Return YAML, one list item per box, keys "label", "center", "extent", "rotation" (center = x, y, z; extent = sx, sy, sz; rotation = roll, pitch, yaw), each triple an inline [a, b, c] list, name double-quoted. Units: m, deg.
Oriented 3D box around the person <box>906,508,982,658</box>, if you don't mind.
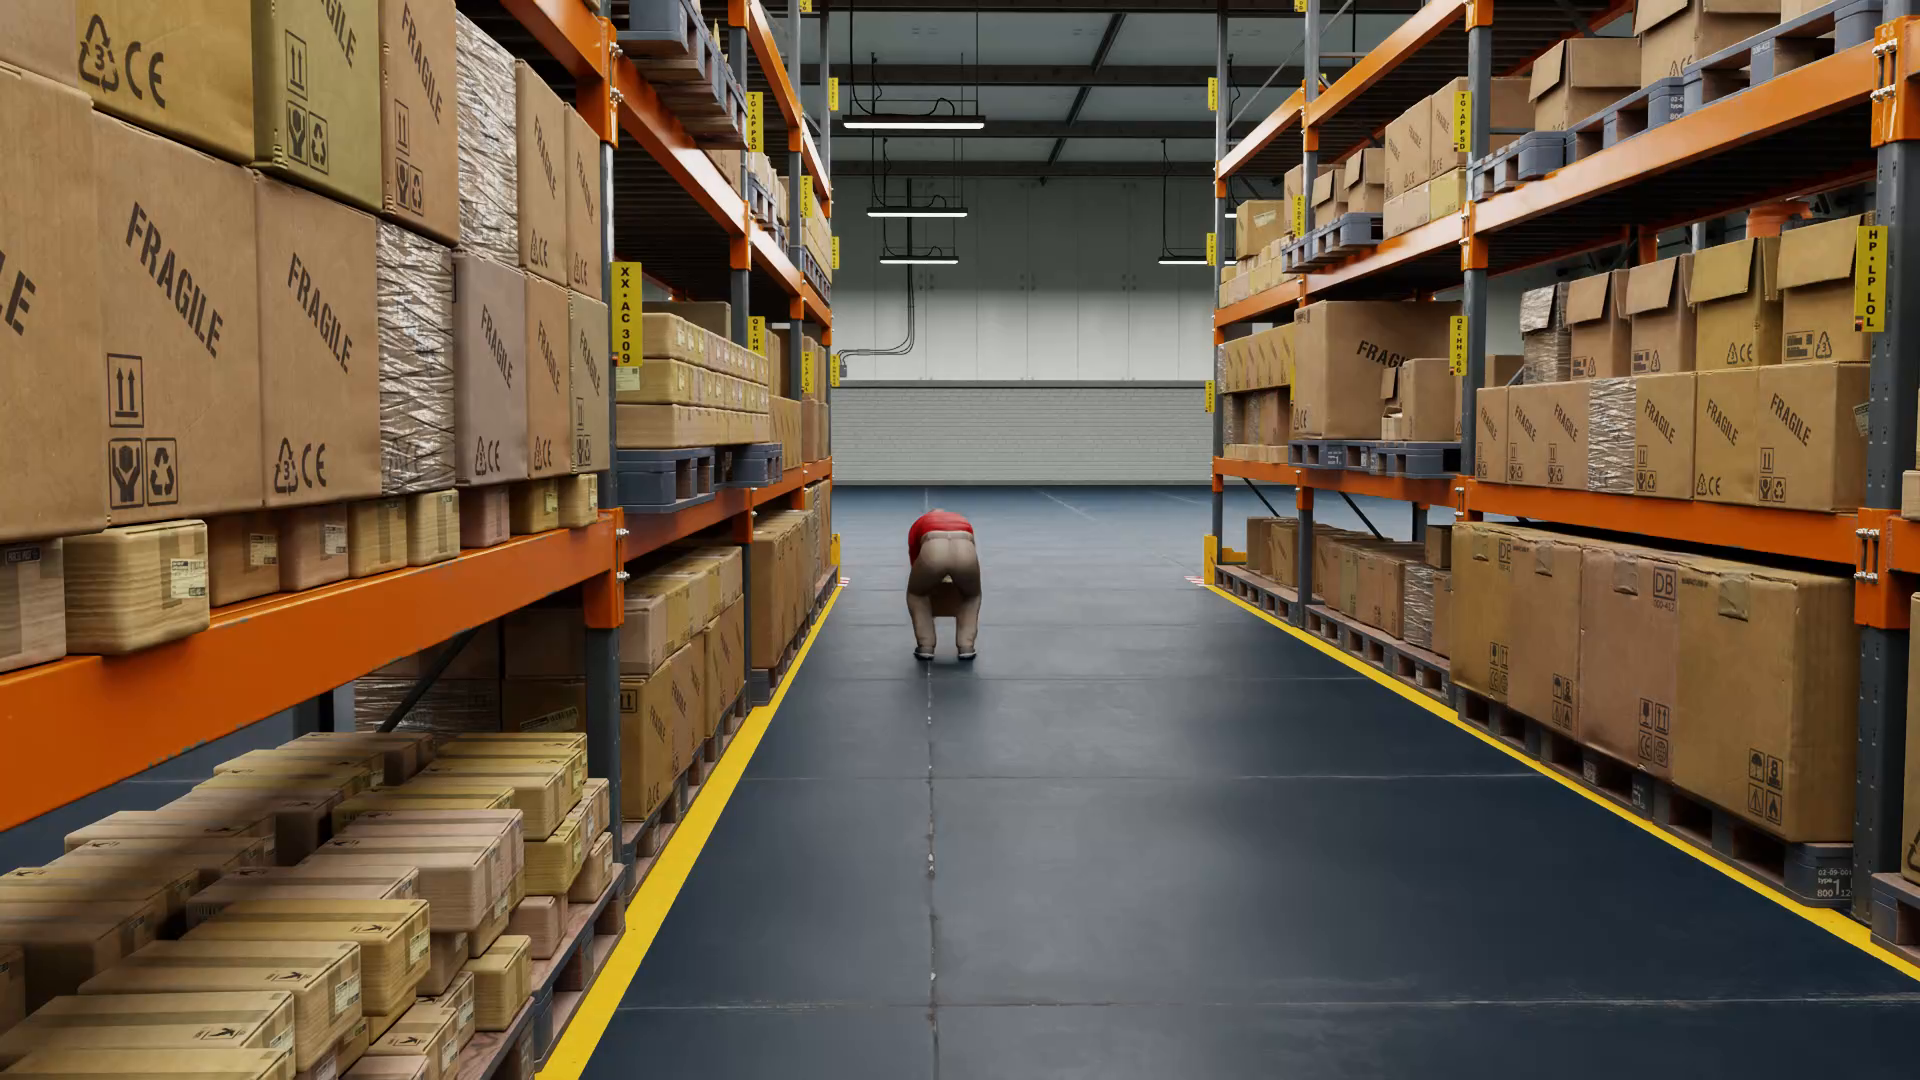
- label: "person"
  center: [-0.113, 0.300, 11.748]
  extent: [0.536, 1.019, 0.923]
  rotation: [0, 4, -4]
